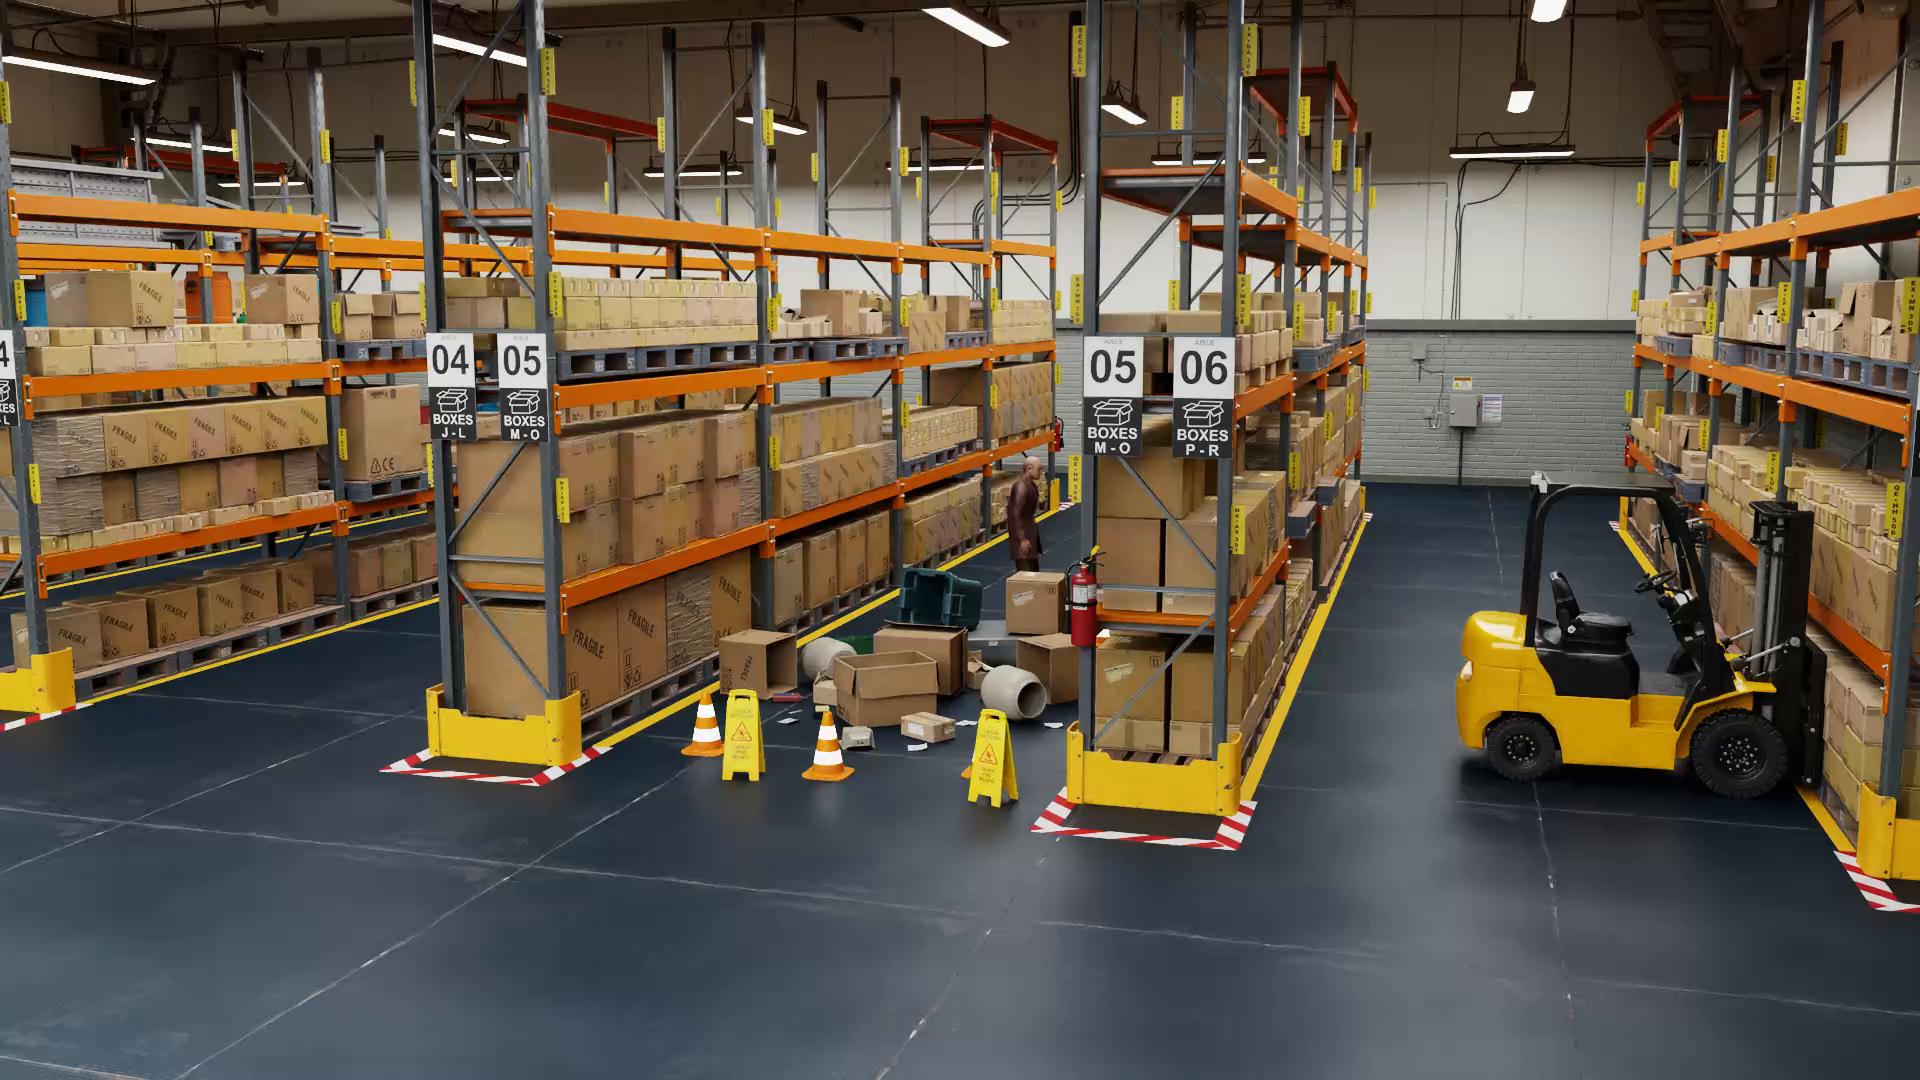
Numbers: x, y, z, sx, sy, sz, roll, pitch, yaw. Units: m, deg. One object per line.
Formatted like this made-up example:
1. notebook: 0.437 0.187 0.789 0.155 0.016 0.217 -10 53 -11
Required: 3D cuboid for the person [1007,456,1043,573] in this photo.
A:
1. person: 0.727 -0.023 18.042 0.420 1.774 0.643 2 8 16
